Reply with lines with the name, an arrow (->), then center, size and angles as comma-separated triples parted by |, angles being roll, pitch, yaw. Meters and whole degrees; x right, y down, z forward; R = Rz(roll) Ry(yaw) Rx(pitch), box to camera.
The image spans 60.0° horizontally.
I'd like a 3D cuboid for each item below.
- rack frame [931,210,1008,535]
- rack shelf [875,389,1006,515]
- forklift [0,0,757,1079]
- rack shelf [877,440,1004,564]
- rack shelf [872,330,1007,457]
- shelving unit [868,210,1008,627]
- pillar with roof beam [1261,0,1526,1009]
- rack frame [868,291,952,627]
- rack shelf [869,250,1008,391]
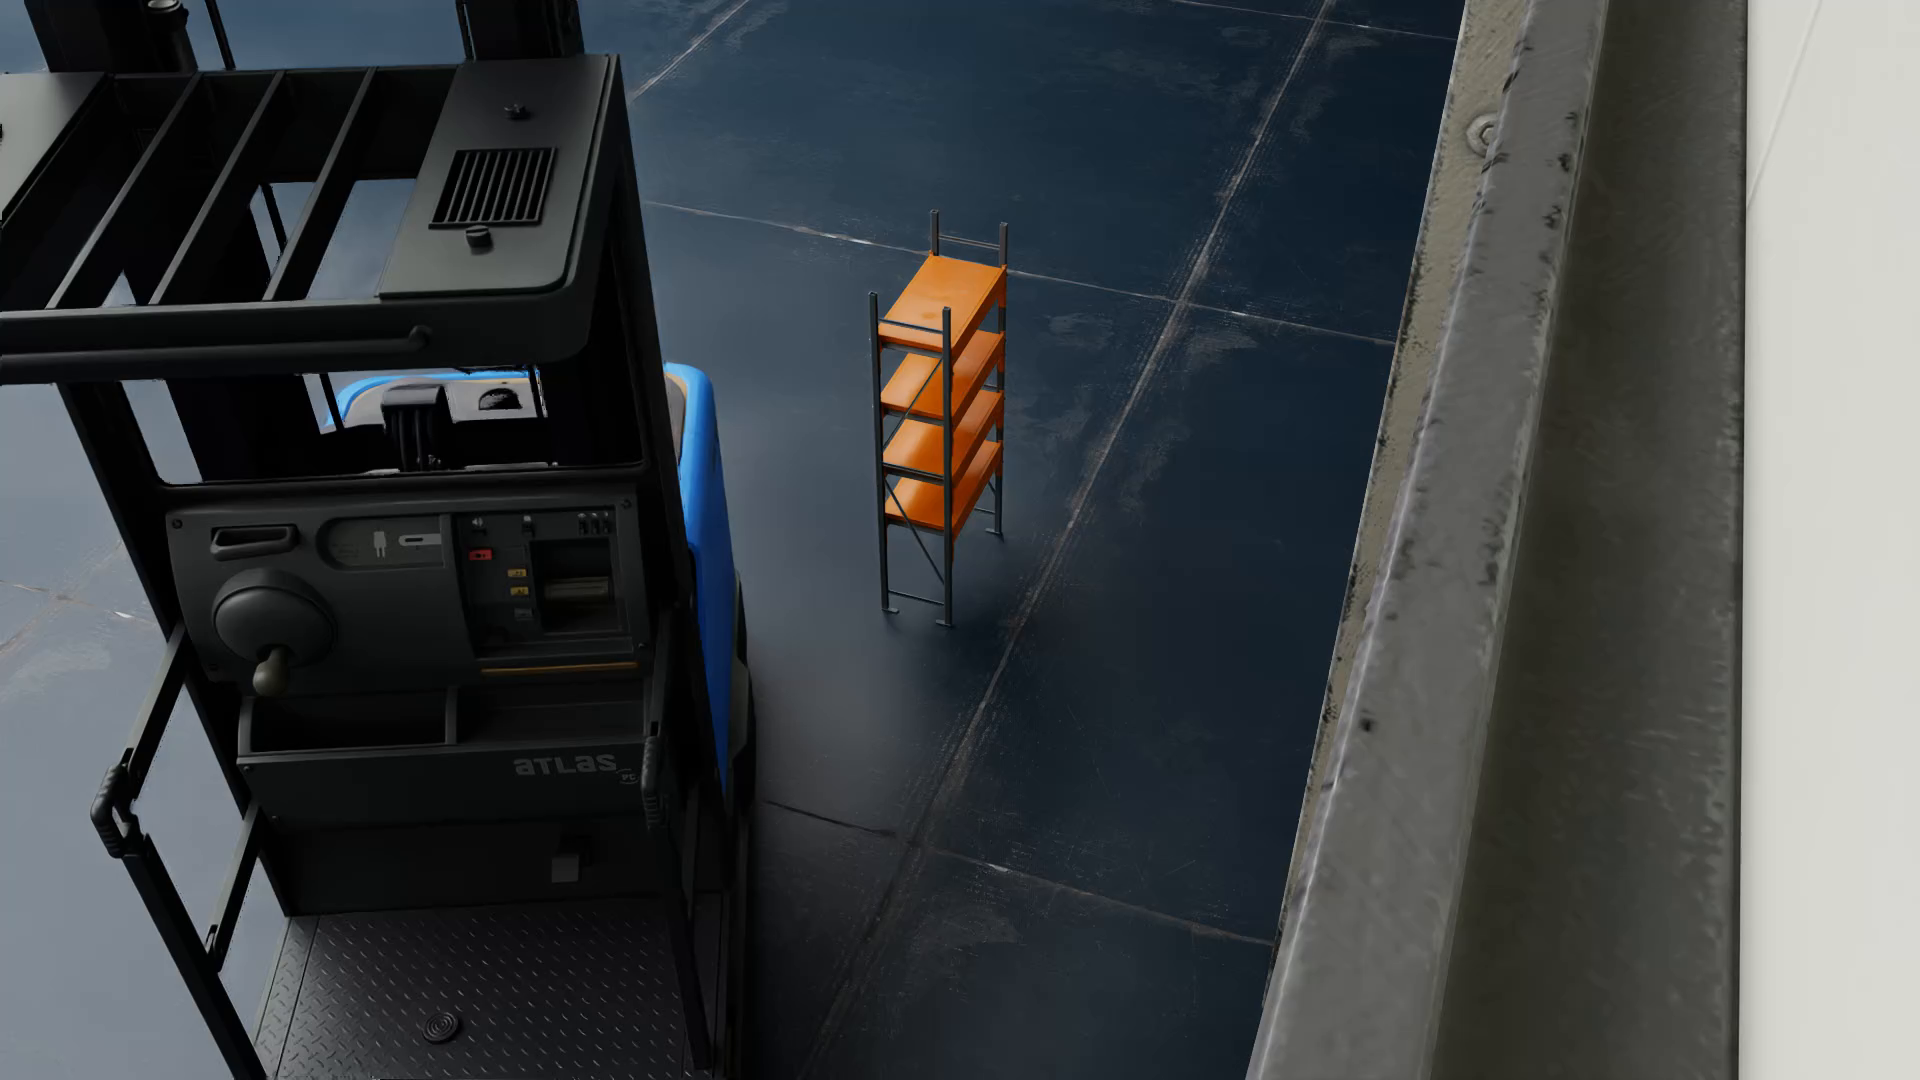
rack frame -> 0.027, -0.504, 5.345 | 0.240, 1.200, 0.015 | 13, 42, 15
rack shelf -> -0.057, -0.304, 5.214 | 0.258, 0.148, 0.480 | 13, 42, 15
forklift -> -1.092, 0.181, 3.207 | 1.130, 2.935, 3.031 | -3, 41, -3
rack shelf -> -0.057, -0.153, 5.343 | 0.258, 0.148, 0.480 | 13, 42, 15
rack shelf -> -0.057, -0.474, 5.069 | 0.258, 0.148, 0.480 | 13, 42, 15
shelving unit -> -0.057, -0.355, 5.170 | 0.258, 1.200, 0.503 | 13, 42, 15
pillar with roof beam -> -3.061, -3.262, 2.568 | 9.100, 9.000, 0.400 | 13, 42, 15
rack frame -> -0.140, -0.207, 4.996 | 0.240, 1.200, 0.015 | 13, 42, 15
rack shelf -> -0.057, -0.654, 4.915 | 0.258, 0.148, 0.480 | 13, 42, 15
